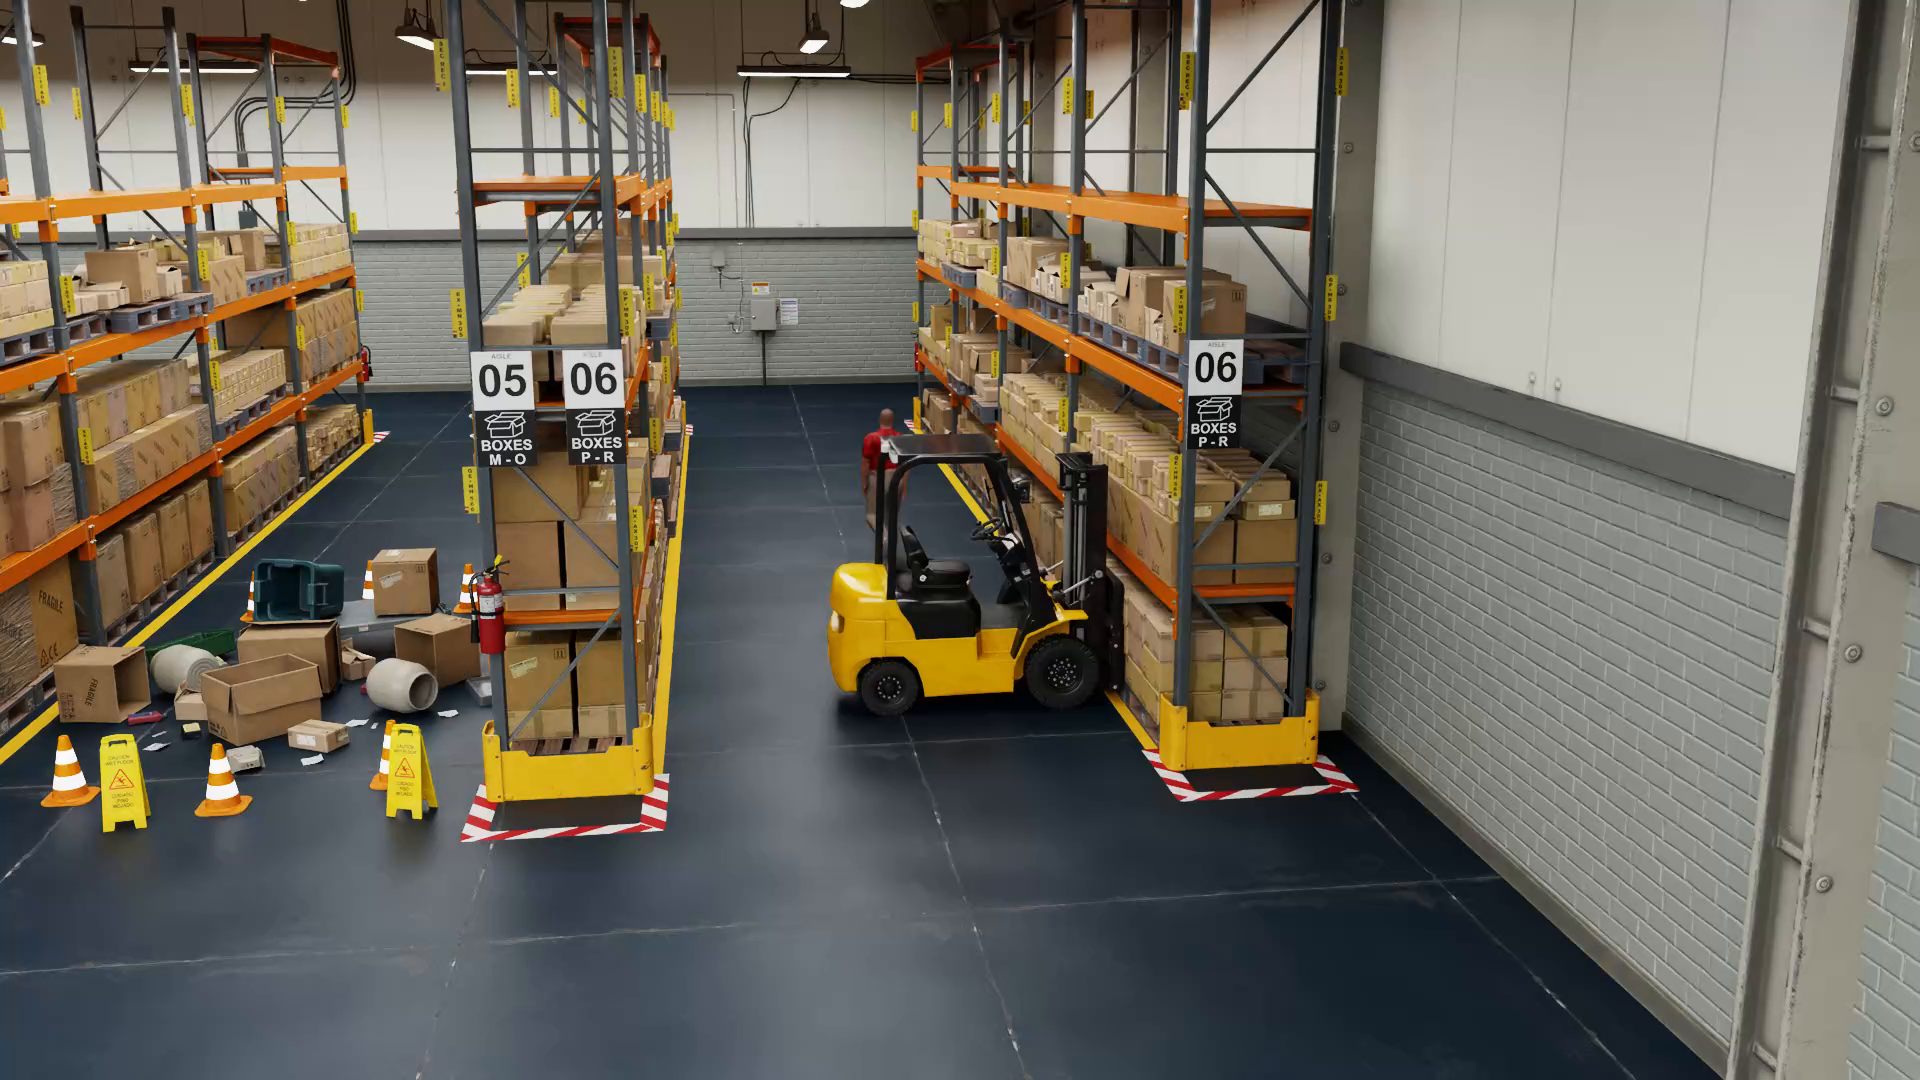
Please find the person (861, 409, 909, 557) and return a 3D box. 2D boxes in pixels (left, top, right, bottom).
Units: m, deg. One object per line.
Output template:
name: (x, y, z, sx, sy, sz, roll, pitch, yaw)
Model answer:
person: (-0.841, -0.630, 18.691, 0.535, 1.699, 0.778, -4, 14, -15)
